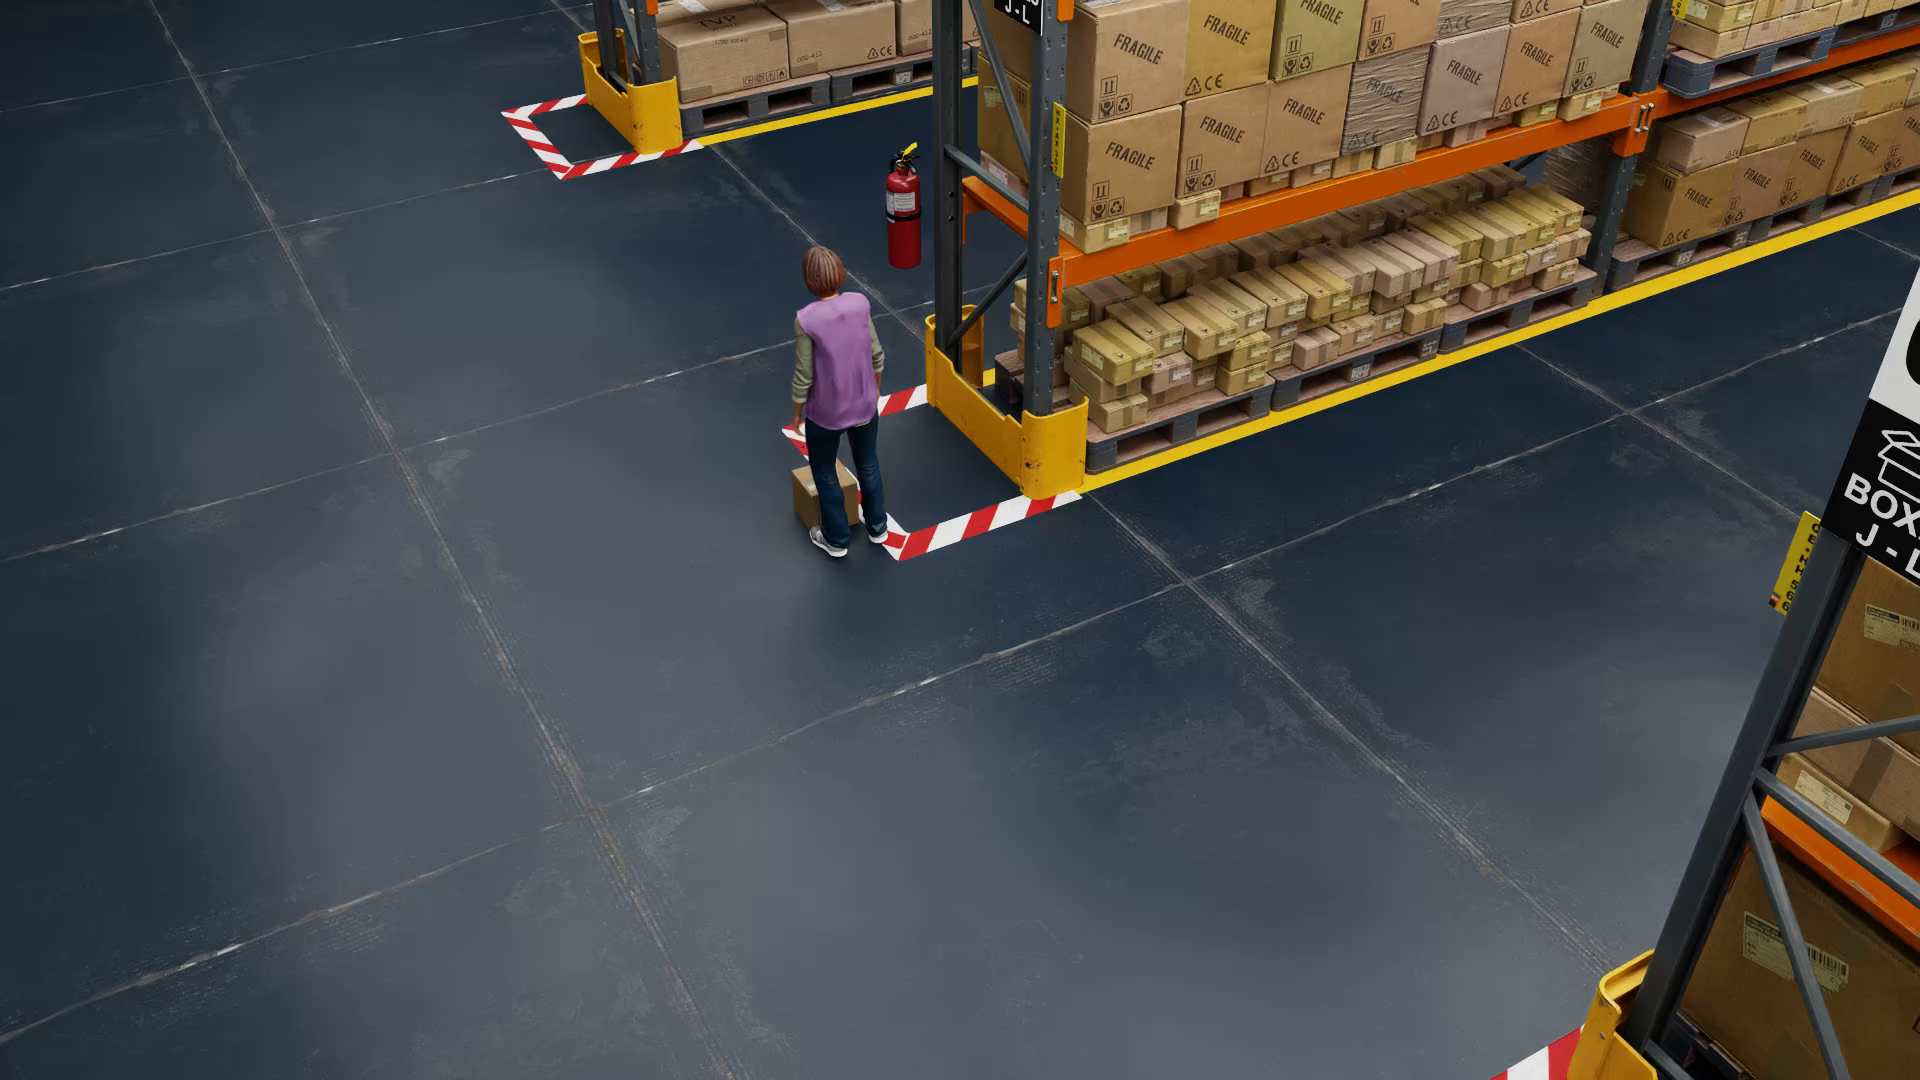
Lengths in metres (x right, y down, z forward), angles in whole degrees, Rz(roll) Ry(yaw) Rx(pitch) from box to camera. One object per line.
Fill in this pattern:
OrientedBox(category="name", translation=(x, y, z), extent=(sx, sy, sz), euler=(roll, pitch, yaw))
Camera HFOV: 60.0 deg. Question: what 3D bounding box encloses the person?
OrientedBox(category="person", translation=(-0.559, -0.619, 7.746), extent=(0.485, 1.593, 0.342), euler=(-19, 41, -23))
